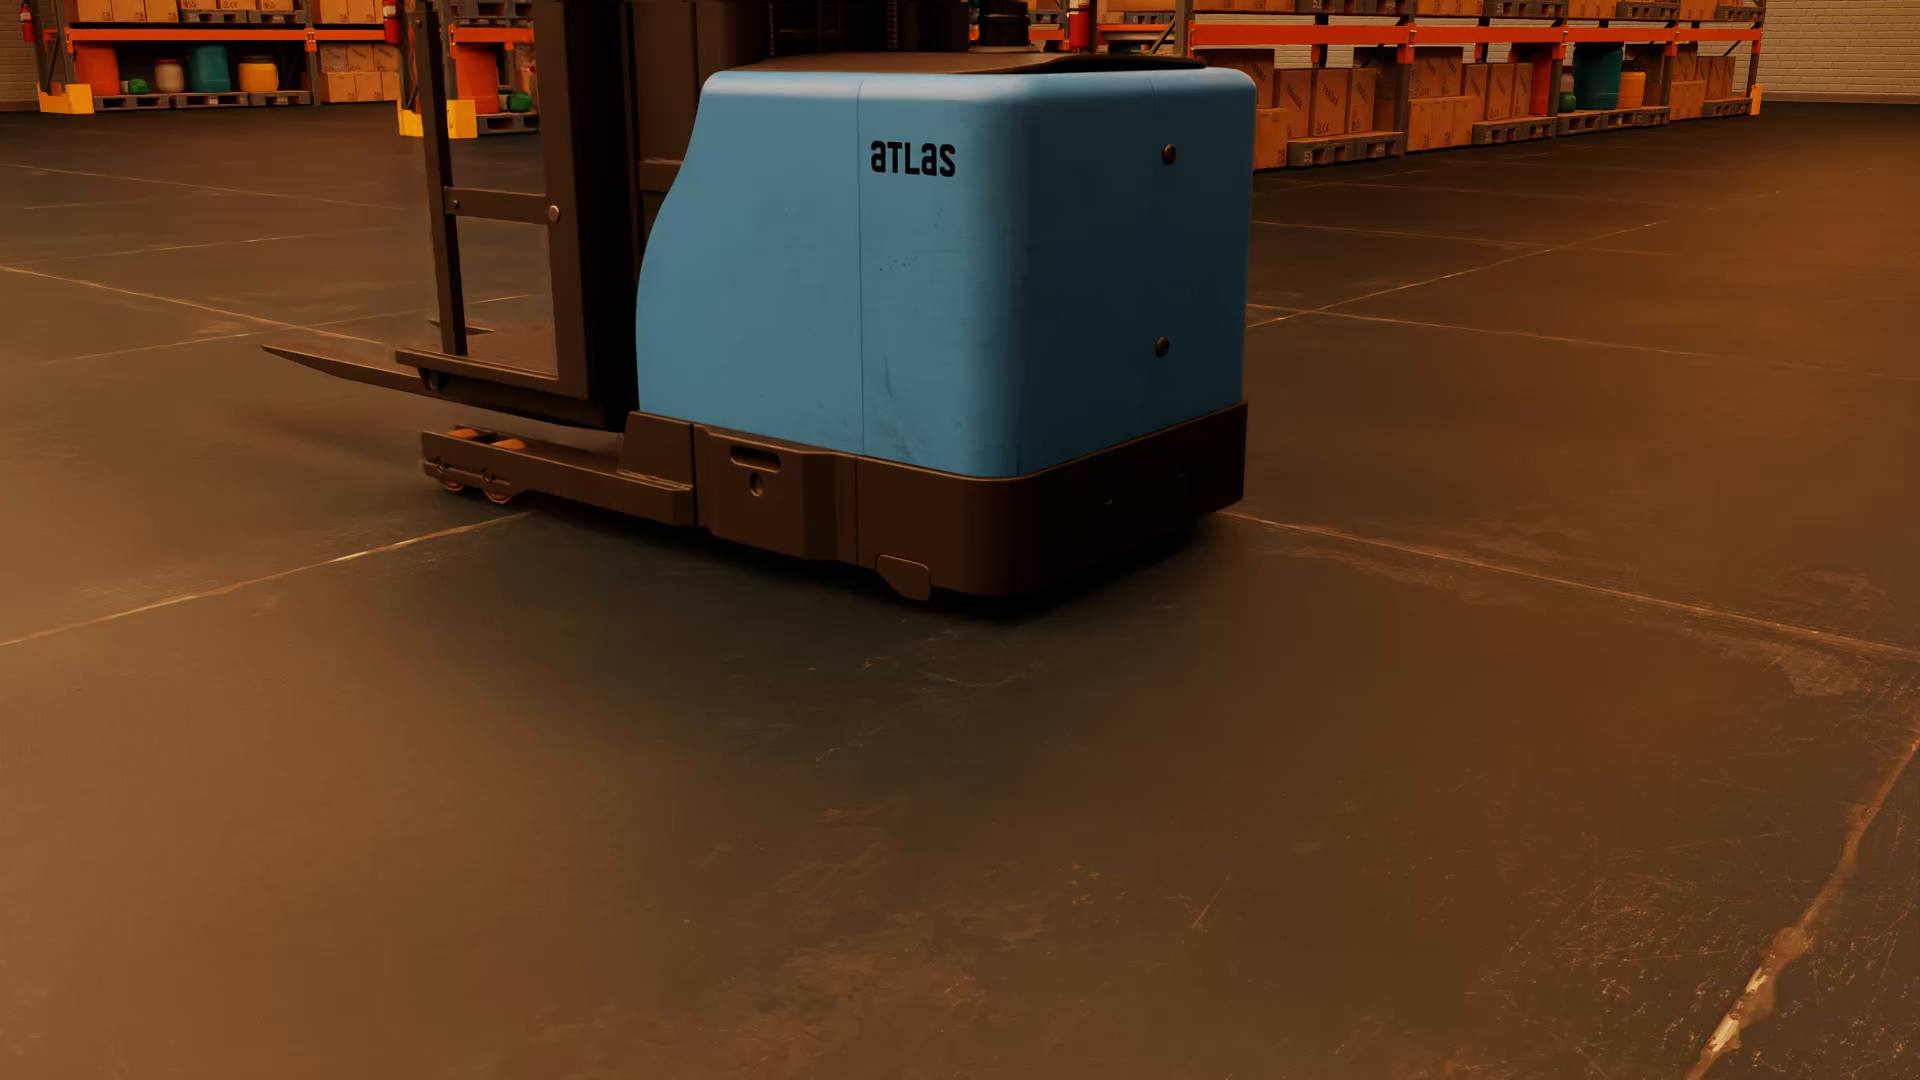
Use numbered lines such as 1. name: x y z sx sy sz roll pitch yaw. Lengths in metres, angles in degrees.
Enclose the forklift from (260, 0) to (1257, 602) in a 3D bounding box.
1. forklift: -0.783 -1.601 4.168 3.031 2.935 1.130 13 21 36
